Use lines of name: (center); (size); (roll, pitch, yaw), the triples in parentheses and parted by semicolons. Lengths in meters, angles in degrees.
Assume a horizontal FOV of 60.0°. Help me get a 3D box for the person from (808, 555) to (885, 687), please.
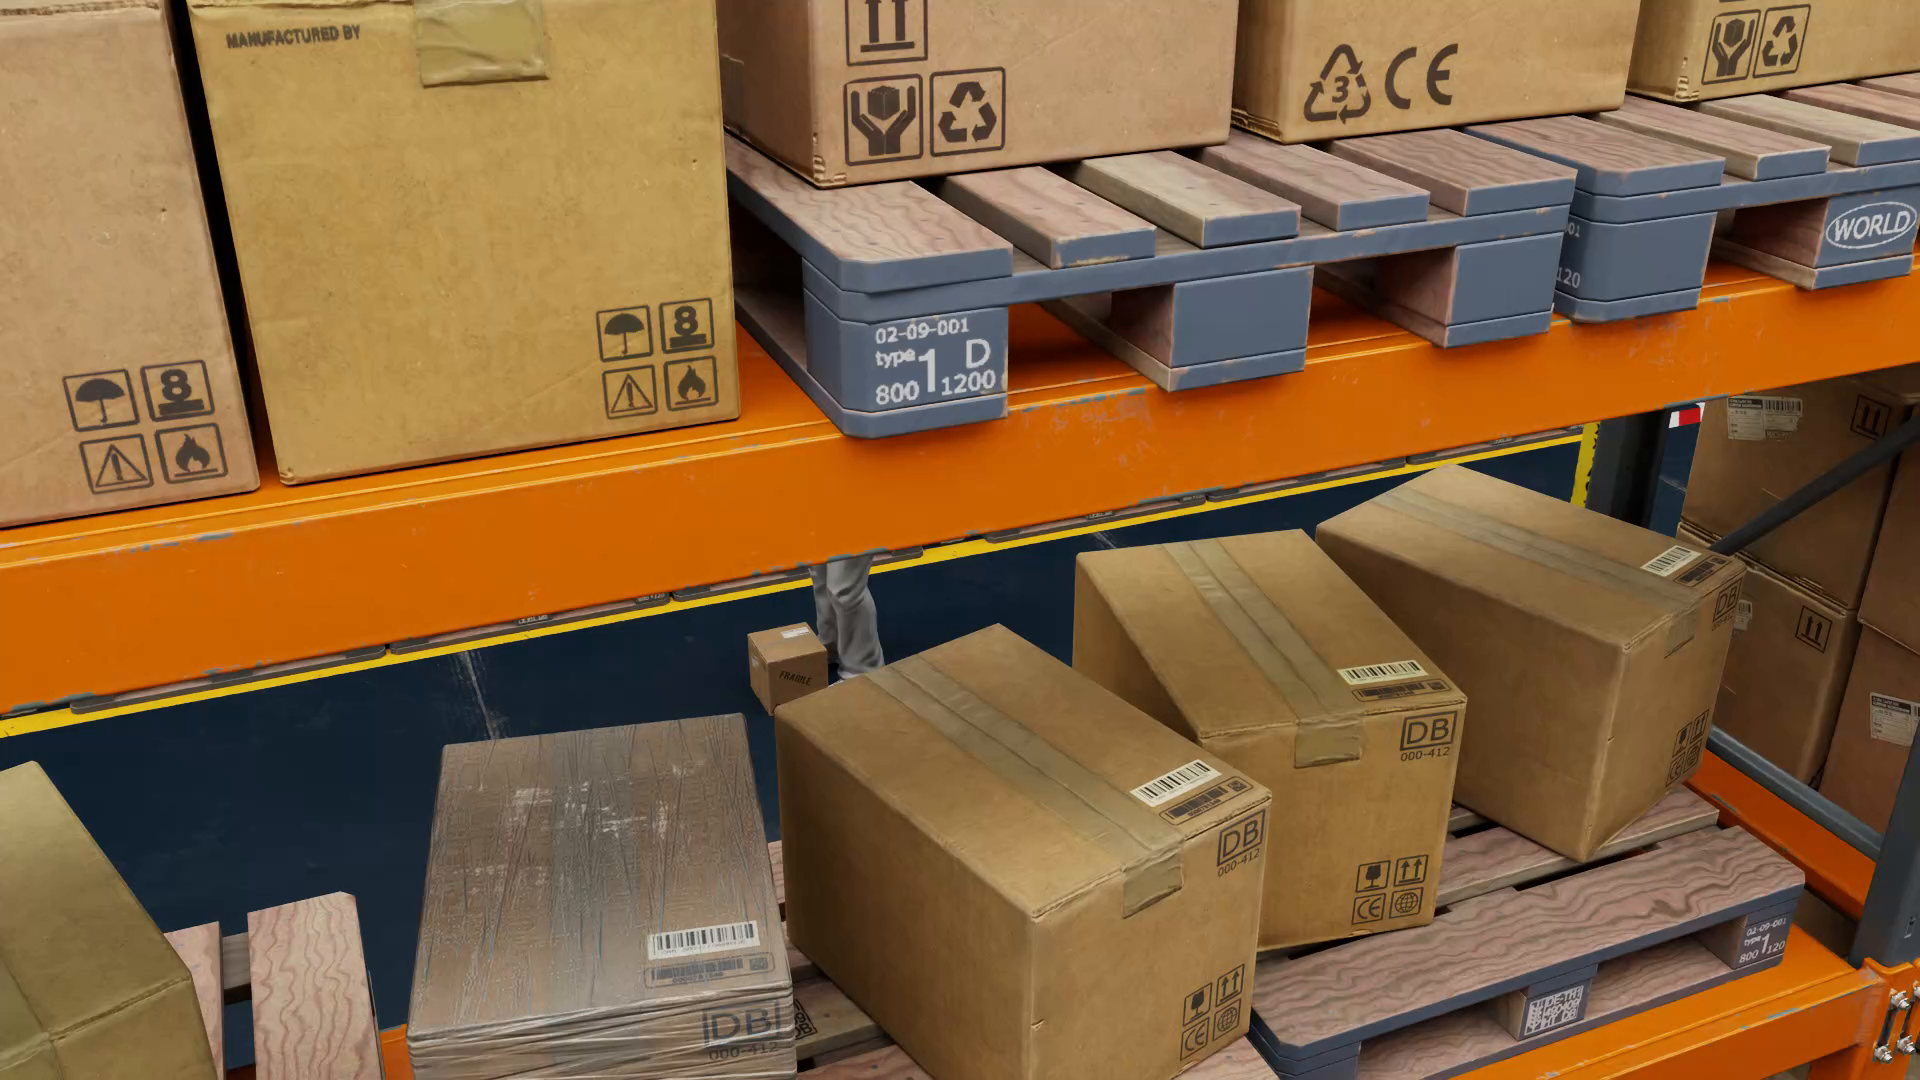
person: (-0.467, -0.170, 6.463); (0.360, 1.673, 0.485); (-10, 28, -20)
